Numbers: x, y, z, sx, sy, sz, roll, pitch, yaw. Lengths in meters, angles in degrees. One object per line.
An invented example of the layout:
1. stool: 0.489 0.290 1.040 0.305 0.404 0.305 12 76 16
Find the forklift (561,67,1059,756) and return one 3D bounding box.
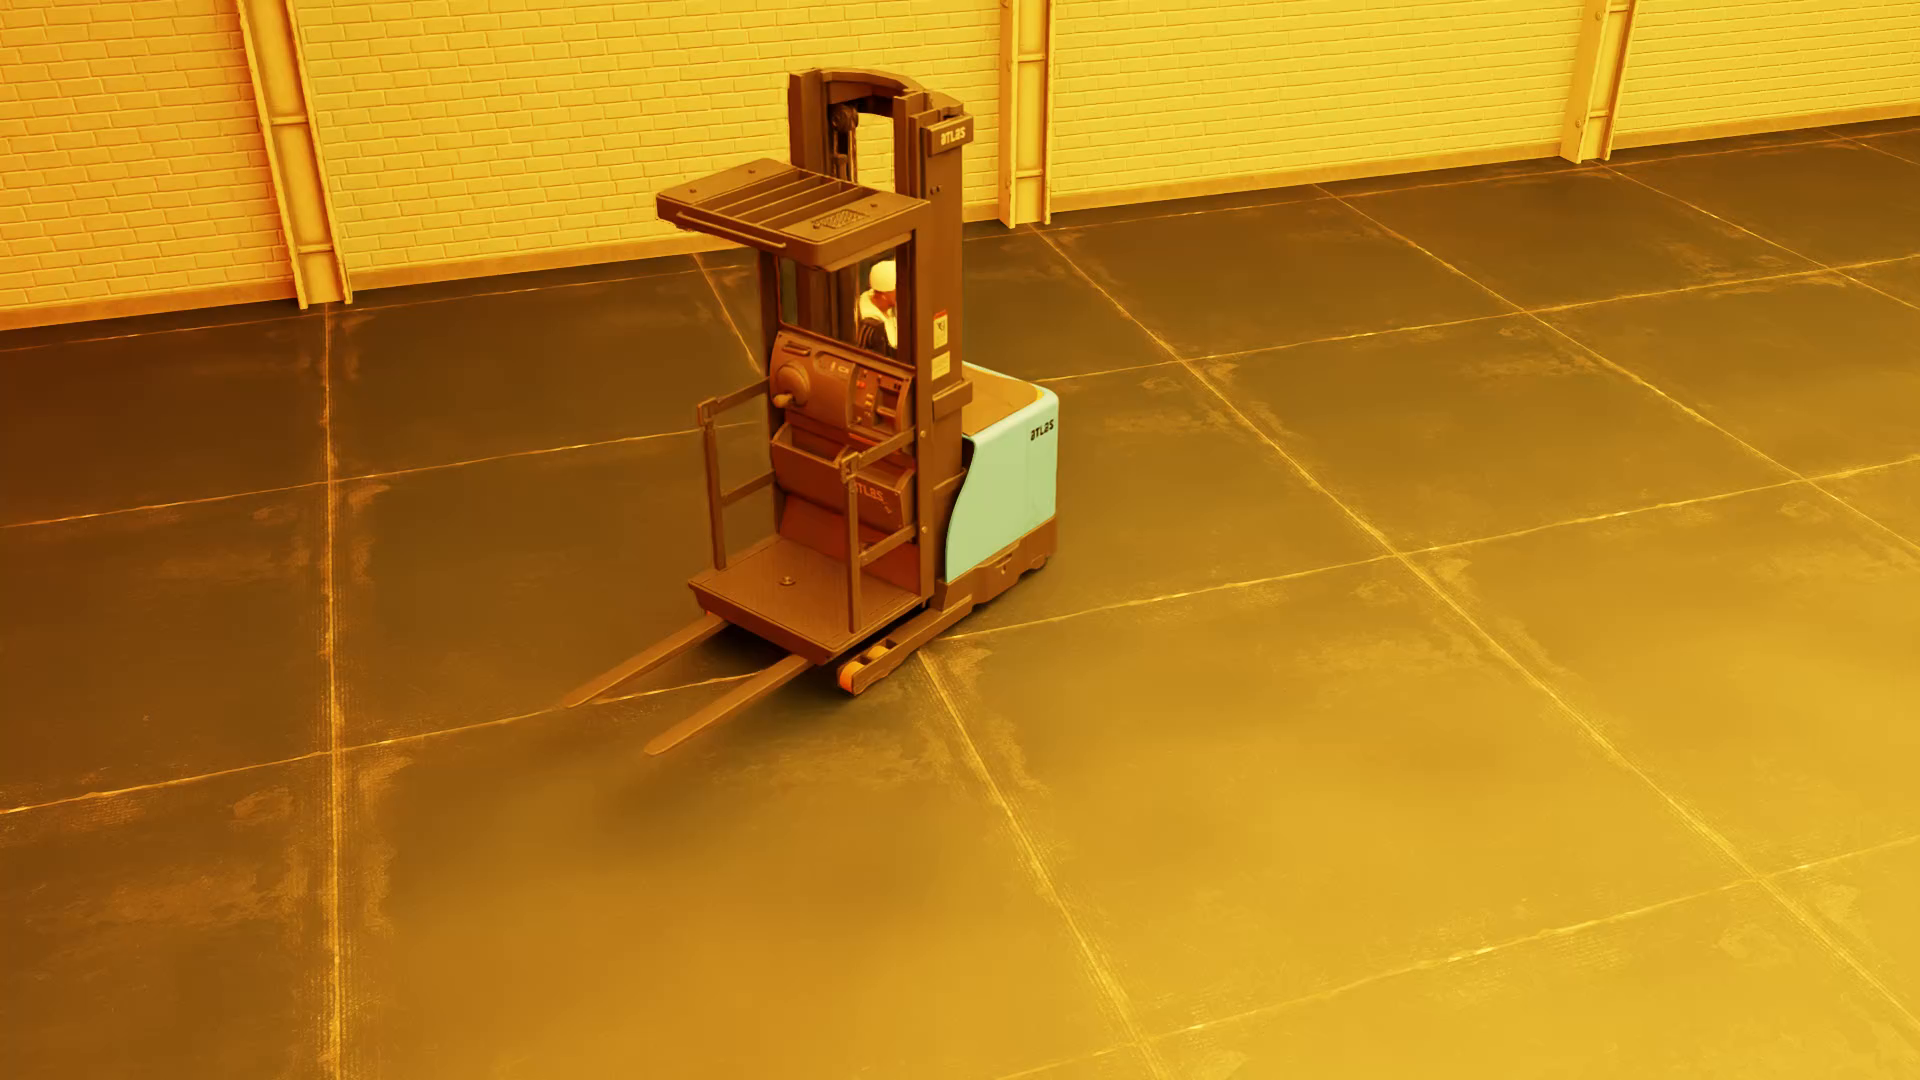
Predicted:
1. forklift: -0.751 -0.752 8.394 1.130 2.935 3.031 22 37 33

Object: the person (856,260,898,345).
1. person: -0.263 -0.974 10.251 0.897 1.569 0.805 -1 30 -2
